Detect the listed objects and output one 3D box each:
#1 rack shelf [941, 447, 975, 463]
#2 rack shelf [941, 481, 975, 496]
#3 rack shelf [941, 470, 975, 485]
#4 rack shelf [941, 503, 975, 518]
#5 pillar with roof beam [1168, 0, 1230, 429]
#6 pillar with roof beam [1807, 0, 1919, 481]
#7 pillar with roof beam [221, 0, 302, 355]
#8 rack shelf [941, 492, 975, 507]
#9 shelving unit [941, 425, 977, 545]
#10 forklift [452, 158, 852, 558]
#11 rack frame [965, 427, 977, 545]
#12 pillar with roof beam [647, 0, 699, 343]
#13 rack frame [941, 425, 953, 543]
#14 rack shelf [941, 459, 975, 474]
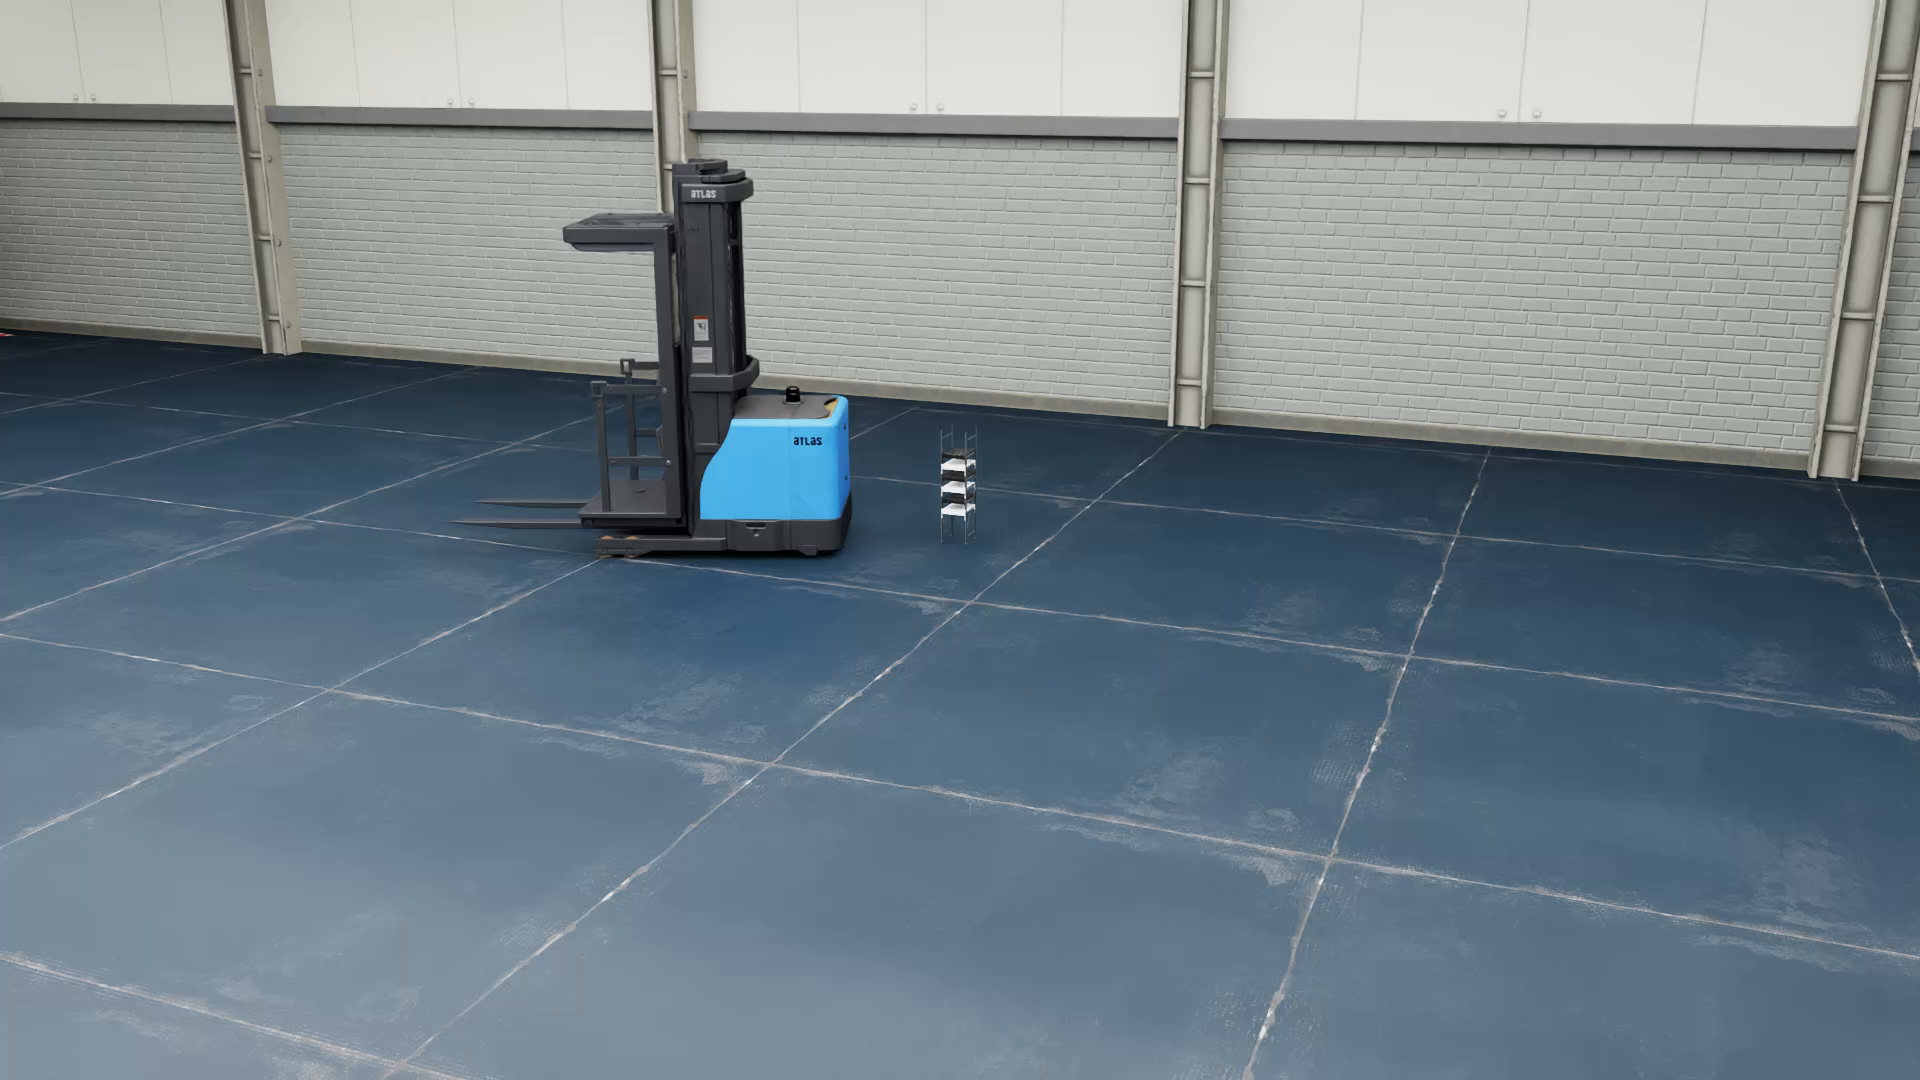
[{"bbox_3d":[-0.008,-0.660,12.985,0.200,0.077,0.258,6,17,21],"label":"rack shelf"},{"bbox_3d":[-0.008,-0.401,13.060,0.200,0.077,0.258,6,17,21],"label":"rack shelf"},{"bbox_3d":[-0.008,-0.487,13.035,0.200,0.077,0.258,6,17,21],"label":"rack shelf"},{"bbox_3d":[-0.008,-0.228,13.111,0.200,0.077,0.258,6,17,21],"label":"rack shelf"},{"bbox_3d":[0.815,-4.409,12.220,0.400,9.000,9.100,6,17,21],"label":"pillar with roof beam"},{"bbox_3d":[6.397,-3.795,10.105,0.400,9.000,9.100,6,17,21],"label":"pillar with roof beam"},{"bbox_3d":[-10.348,-5.636,16.448,0.400,9.000,9.100,6,17,21],"label":"pillar with roof beam"},{"bbox_3d":[-0.008,-0.315,13.085,0.200,0.077,0.258,6,17,21],"label":"rack shelf"},{"bbox_3d":[-0.008,-0.433,13.051,0.210,0.900,0.258,6,17,21],"label":"shelving unit"},{"bbox_3d":[-2.405,-1.415,12.790,3.031,2.935,1.130,0,16,1],"label":"forklift"},{"bbox_3d":[0.087,-0.423,13.015,0.006,0.900,0.240,6,17,21],"label":"rack frame"},{"bbox_3d":[-4.766,-5.023,14.334,0.400,9.000,9.100,6,17,21],"label":"pillar with roof beam"},{"bbox_3d":[-0.102,-0.443,13.087,0.006,0.900,0.240,6,17,21],"label":"rack frame"},{"bbox_3d":[-0.008,-0.574,13.010,0.200,0.077,0.258,6,17,21],"label":"rack shelf"}]
